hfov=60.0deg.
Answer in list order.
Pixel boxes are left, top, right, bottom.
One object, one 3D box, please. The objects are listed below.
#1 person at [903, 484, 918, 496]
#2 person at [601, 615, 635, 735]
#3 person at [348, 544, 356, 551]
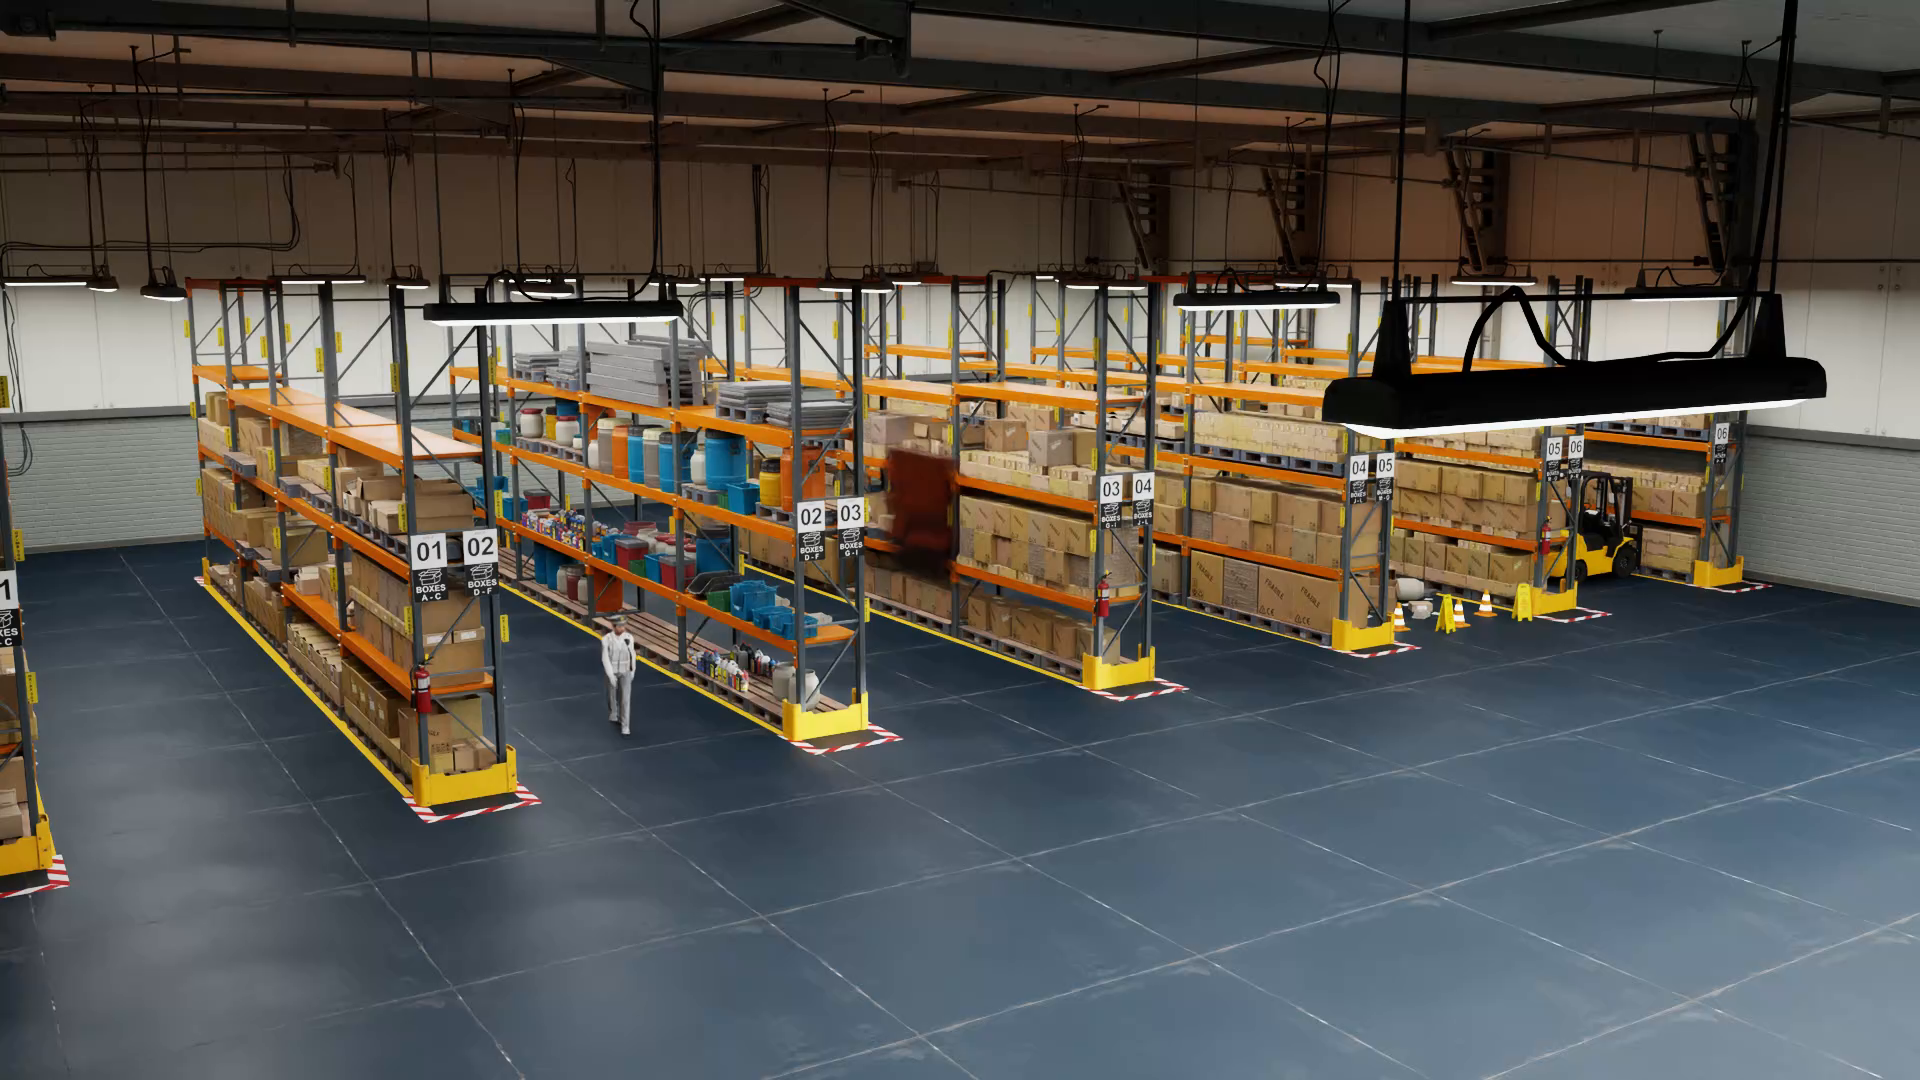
[{"bbox_3d":[-1.317,-1.667,42.893,0.485,1.643,0.768,7,12,37],"label":"person"},{"bbox_3d":[-4.612,1.789,22.527,0.464,1.578,1.097,-3,10,-16],"label":"person"},{"bbox_3d":[-11.547,0.197,32.084,0.551,1.589,0.732,-4,10,-22],"label":"person"}]
